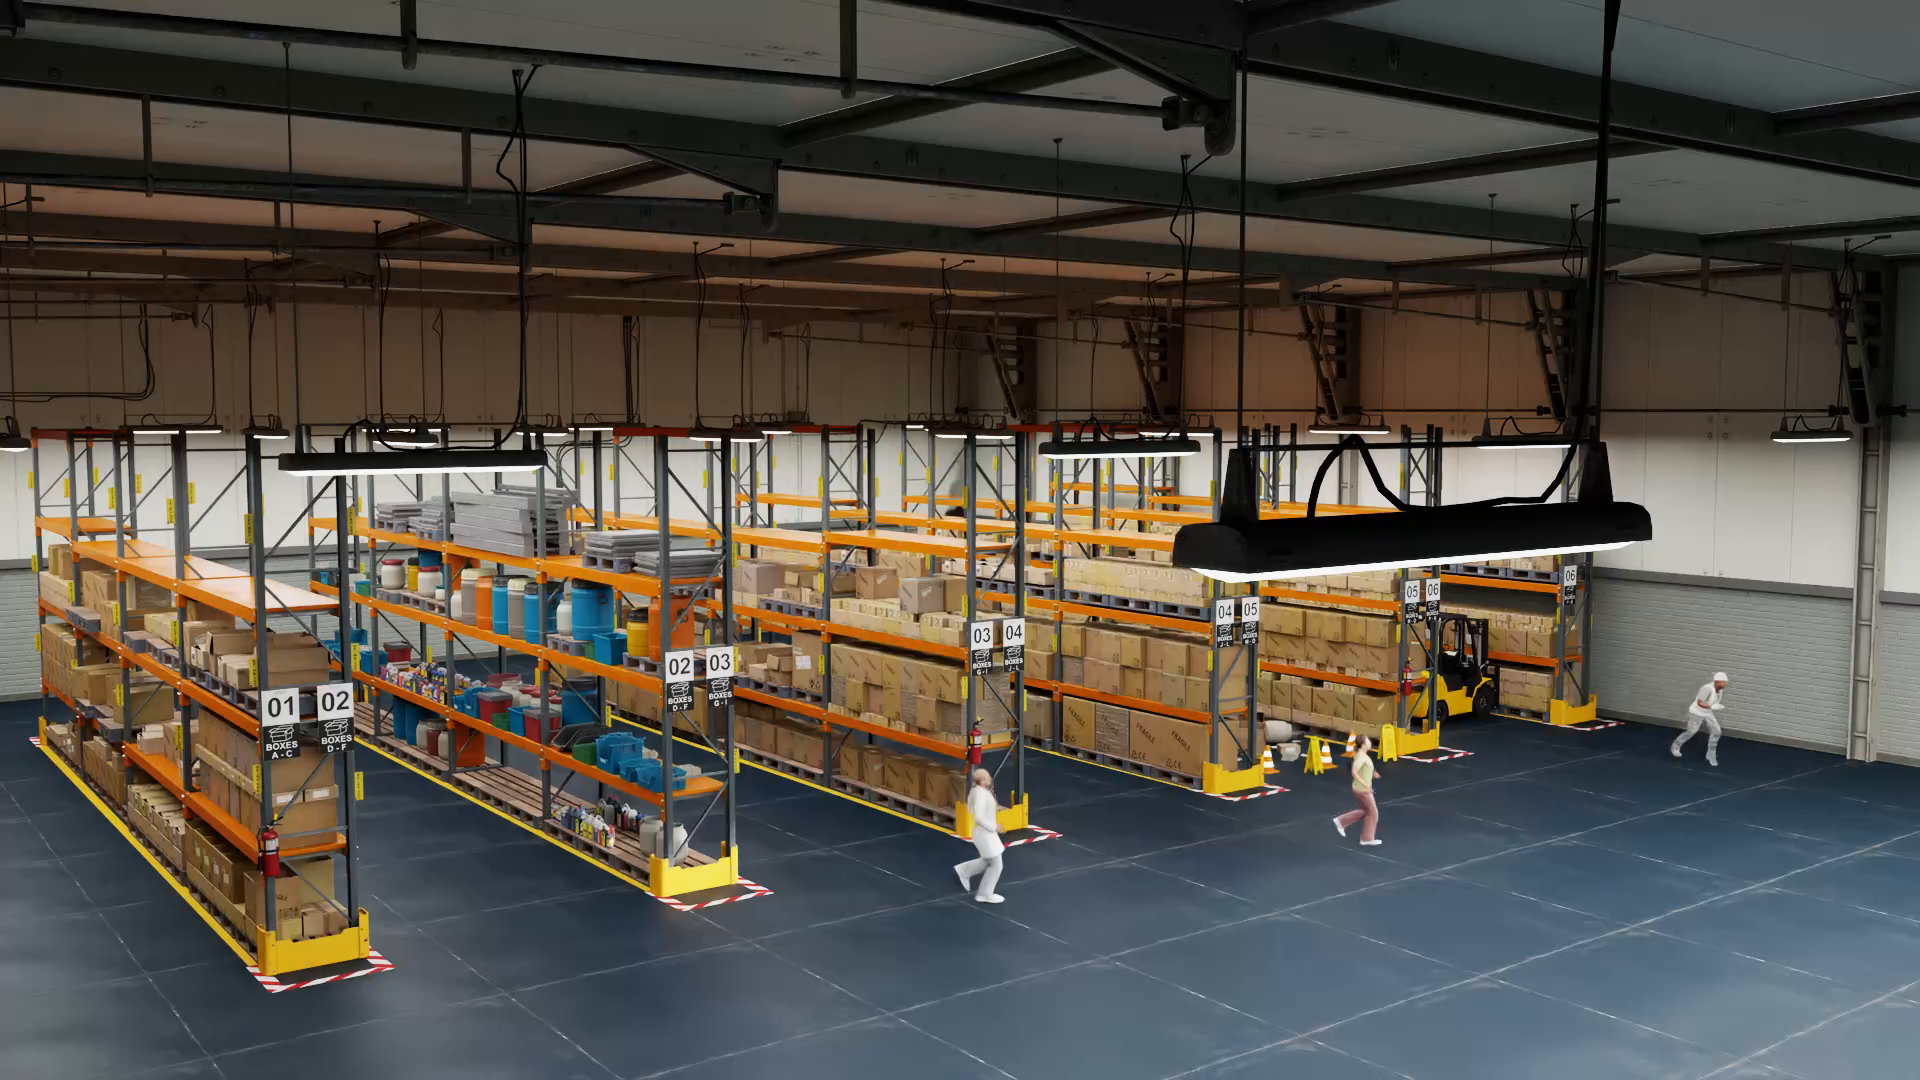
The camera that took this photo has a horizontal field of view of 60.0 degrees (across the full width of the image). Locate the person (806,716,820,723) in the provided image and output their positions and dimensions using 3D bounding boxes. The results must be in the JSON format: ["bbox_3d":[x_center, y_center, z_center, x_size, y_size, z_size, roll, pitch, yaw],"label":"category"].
[{"bbox_3d":[-2.779,2.974,33.324,0.854,1.492,0.602,3,6,36],"label":"person"}]

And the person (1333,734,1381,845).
[{"bbox_3d":[5.777,3.618,24.113,0.694,1.632,0.579,1,5,8],"label":"person"}]

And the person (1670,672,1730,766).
[{"bbox_3d":[13.261,3.183,29.802,0.729,1.725,1.031,-4,6,-39],"label":"person"}]

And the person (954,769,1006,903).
[{"bbox_3d":[0.259,3.798,21.345,0.643,1.738,0.712,-1,5,-7],"label":"person"}]
